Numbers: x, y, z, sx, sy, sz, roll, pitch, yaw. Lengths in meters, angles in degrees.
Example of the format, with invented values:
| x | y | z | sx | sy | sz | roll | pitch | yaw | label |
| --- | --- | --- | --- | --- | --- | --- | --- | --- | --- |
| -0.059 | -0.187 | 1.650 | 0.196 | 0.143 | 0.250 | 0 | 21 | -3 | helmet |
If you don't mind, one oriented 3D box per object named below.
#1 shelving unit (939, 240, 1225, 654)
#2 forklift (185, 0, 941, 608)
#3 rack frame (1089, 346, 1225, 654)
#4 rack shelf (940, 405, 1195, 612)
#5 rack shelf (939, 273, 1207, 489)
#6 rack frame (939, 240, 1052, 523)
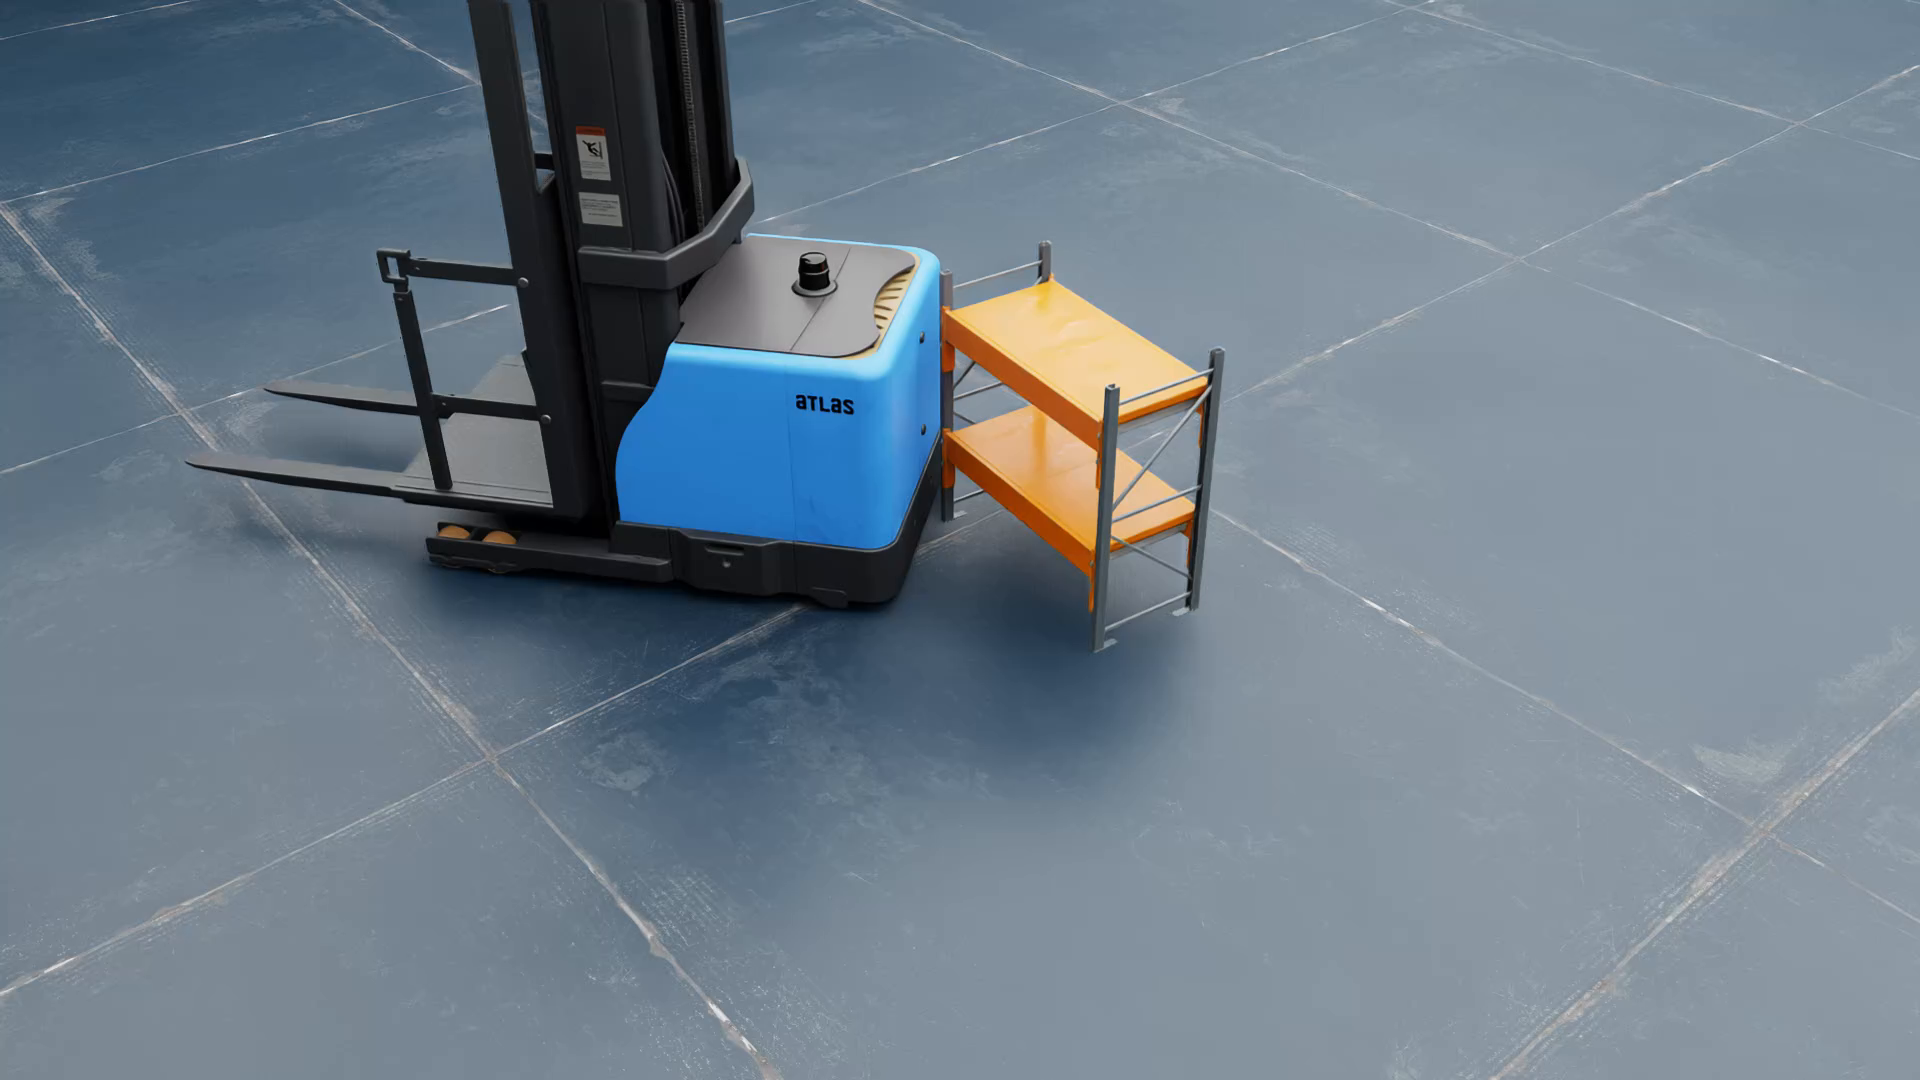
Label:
| x | y | z | sx | sy | sz | roll | pitch | yaw | label |
| --- | --- | --- | --- | --- | --- | --- | --- | --- | --- |
| 0.418 | -0.370 | 6.299 | 0.538 | 1.125 | 1.048 | -21 | 40 | -27 | shelving unit |
| -1.633 | -1.355 | 6.127 | 3.031 | 2.935 | 1.130 | 7 | 36 | 9 | forklift |
| 0.698 | -0.125 | 5.953 | 0.500 | 1.125 | 0.032 | -21 | 40 | -27 | rack frame |
| 0.418 | -0.170 | 6.440 | 0.538 | 0.278 | 1.000 | -21 | 40 | -27 | rack shelf |
| 0.418 | -0.609 | 6.130 | 0.538 | 0.278 | 1.000 | -21 | 40 | -27 | rack shelf |
| 0.139 | -0.615 | 6.646 | 0.500 | 1.125 | 0.032 | -21 | 40 | -27 | rack frame |
